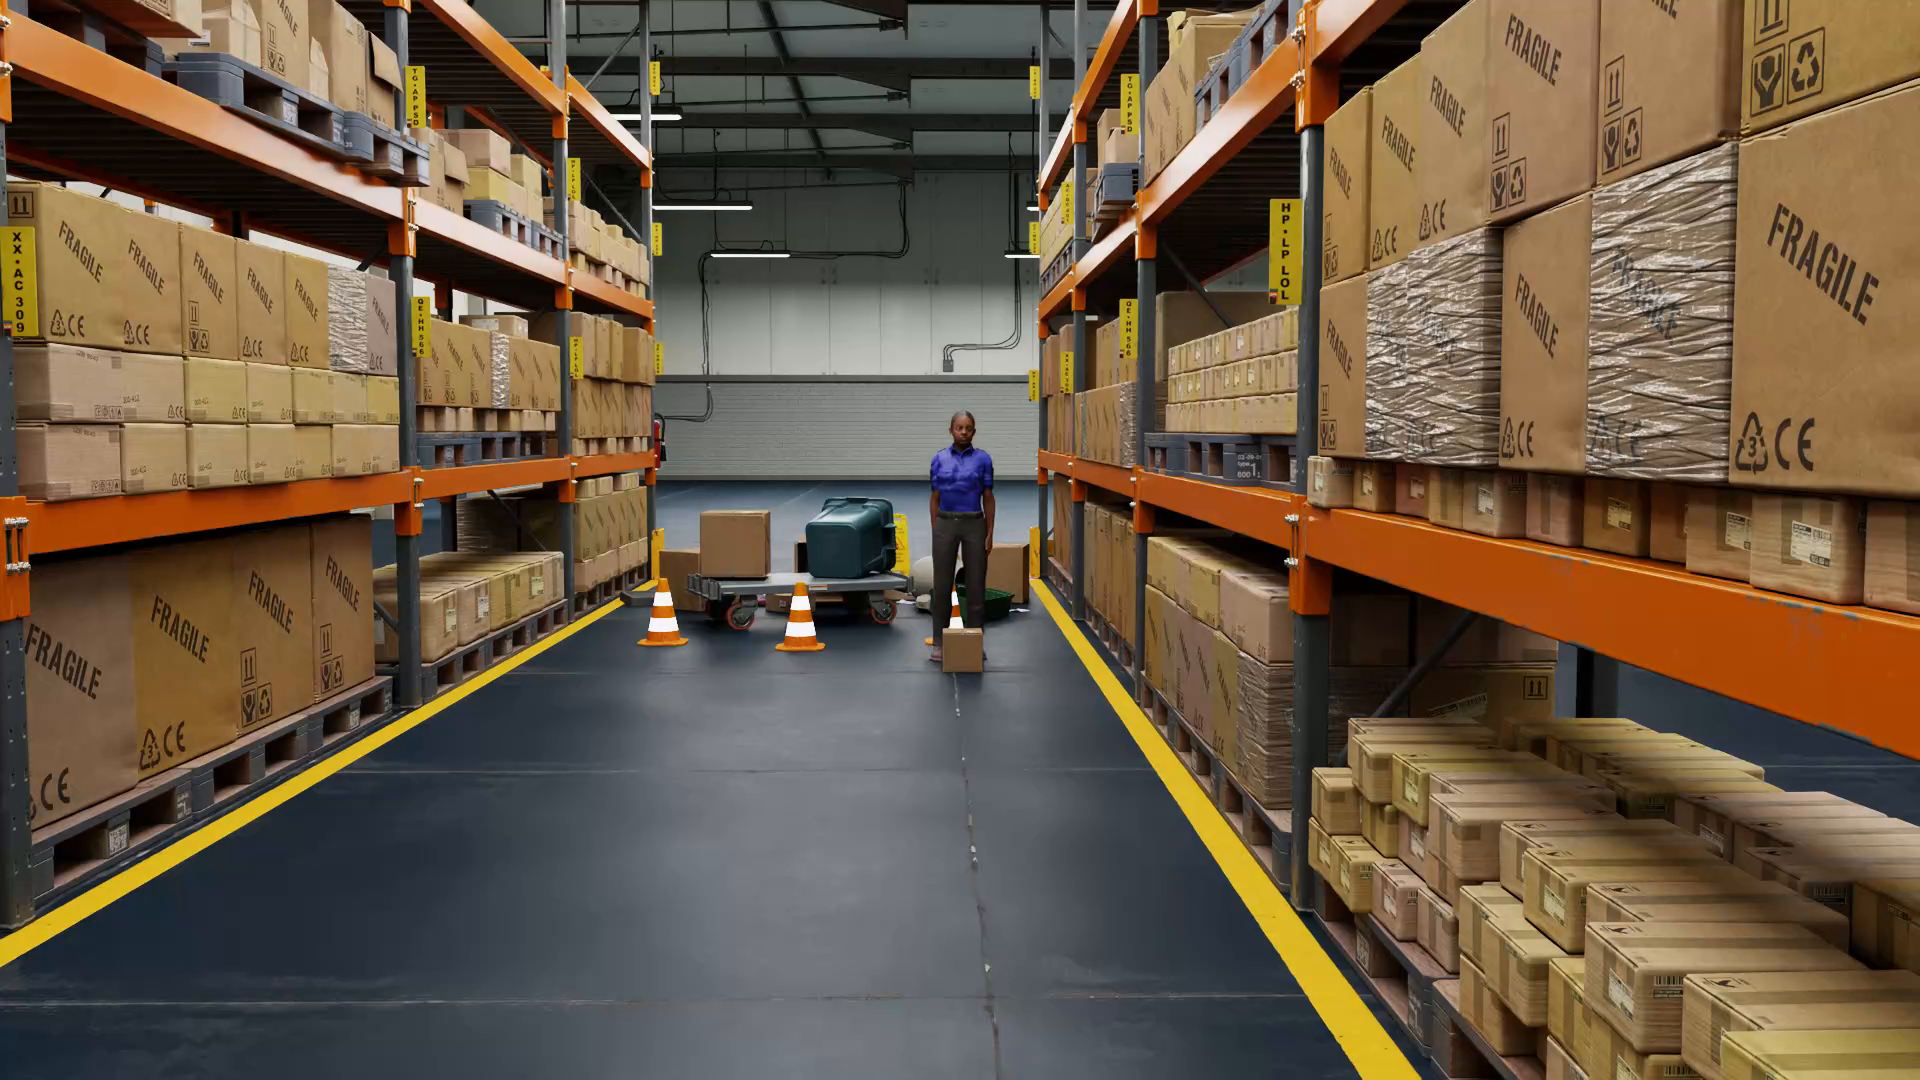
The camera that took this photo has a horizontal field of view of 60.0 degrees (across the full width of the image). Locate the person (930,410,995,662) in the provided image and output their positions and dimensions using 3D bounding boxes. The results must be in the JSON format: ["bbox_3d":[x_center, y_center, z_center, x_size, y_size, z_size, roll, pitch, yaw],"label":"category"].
[{"bbox_3d":[0.016,-0.030,11.035,0.436,1.660,0.301,0,4,0],"label":"person"}]
